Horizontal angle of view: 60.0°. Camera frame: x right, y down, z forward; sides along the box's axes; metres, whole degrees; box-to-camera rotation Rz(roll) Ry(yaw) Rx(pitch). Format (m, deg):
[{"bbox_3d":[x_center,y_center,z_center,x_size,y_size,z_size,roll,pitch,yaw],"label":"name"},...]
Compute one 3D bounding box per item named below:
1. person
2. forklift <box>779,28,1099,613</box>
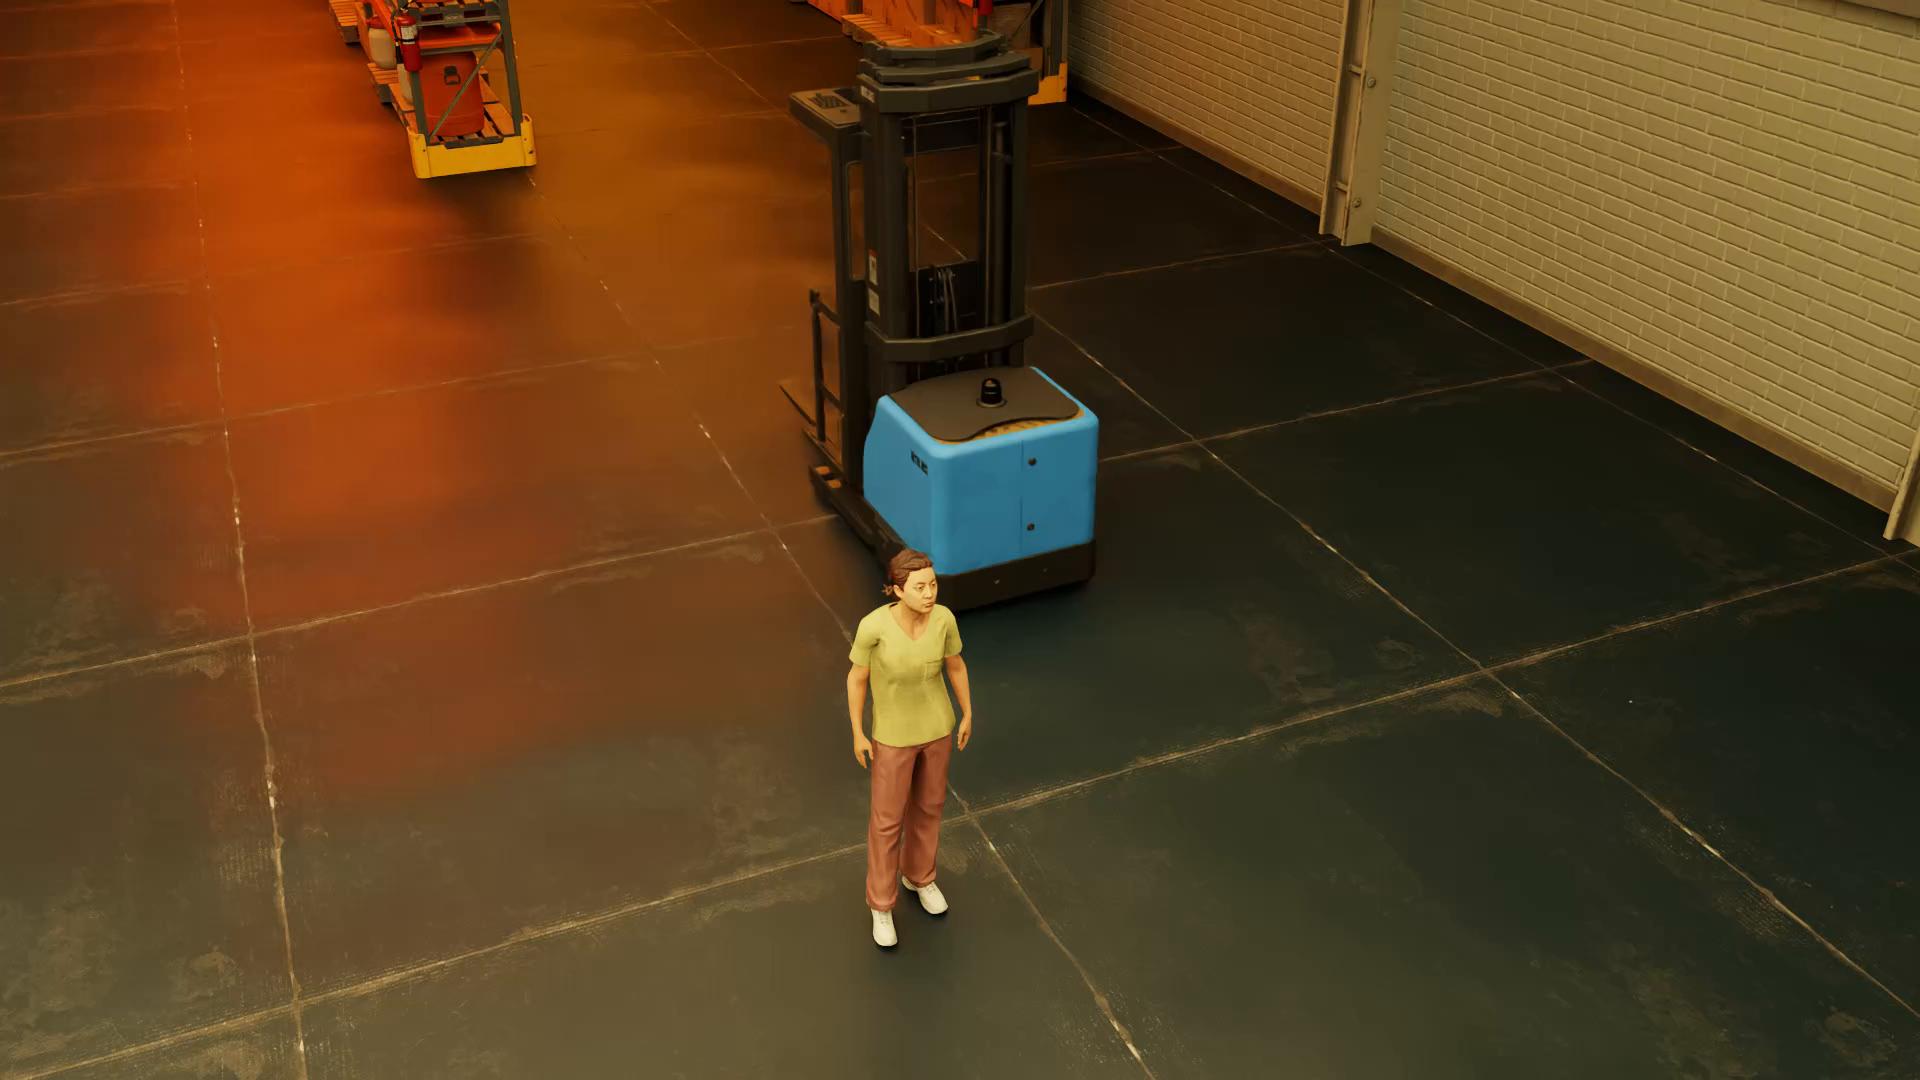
[{"bbox_3d":[-0.180,0.839,6.902,0.555,1.673,0.548,-12,32,-19],"label":"person"},{"bbox_3d":[-0.309,-1.573,9.872,1.130,2.935,3.031,-13,32,-22],"label":"forklift"}]
